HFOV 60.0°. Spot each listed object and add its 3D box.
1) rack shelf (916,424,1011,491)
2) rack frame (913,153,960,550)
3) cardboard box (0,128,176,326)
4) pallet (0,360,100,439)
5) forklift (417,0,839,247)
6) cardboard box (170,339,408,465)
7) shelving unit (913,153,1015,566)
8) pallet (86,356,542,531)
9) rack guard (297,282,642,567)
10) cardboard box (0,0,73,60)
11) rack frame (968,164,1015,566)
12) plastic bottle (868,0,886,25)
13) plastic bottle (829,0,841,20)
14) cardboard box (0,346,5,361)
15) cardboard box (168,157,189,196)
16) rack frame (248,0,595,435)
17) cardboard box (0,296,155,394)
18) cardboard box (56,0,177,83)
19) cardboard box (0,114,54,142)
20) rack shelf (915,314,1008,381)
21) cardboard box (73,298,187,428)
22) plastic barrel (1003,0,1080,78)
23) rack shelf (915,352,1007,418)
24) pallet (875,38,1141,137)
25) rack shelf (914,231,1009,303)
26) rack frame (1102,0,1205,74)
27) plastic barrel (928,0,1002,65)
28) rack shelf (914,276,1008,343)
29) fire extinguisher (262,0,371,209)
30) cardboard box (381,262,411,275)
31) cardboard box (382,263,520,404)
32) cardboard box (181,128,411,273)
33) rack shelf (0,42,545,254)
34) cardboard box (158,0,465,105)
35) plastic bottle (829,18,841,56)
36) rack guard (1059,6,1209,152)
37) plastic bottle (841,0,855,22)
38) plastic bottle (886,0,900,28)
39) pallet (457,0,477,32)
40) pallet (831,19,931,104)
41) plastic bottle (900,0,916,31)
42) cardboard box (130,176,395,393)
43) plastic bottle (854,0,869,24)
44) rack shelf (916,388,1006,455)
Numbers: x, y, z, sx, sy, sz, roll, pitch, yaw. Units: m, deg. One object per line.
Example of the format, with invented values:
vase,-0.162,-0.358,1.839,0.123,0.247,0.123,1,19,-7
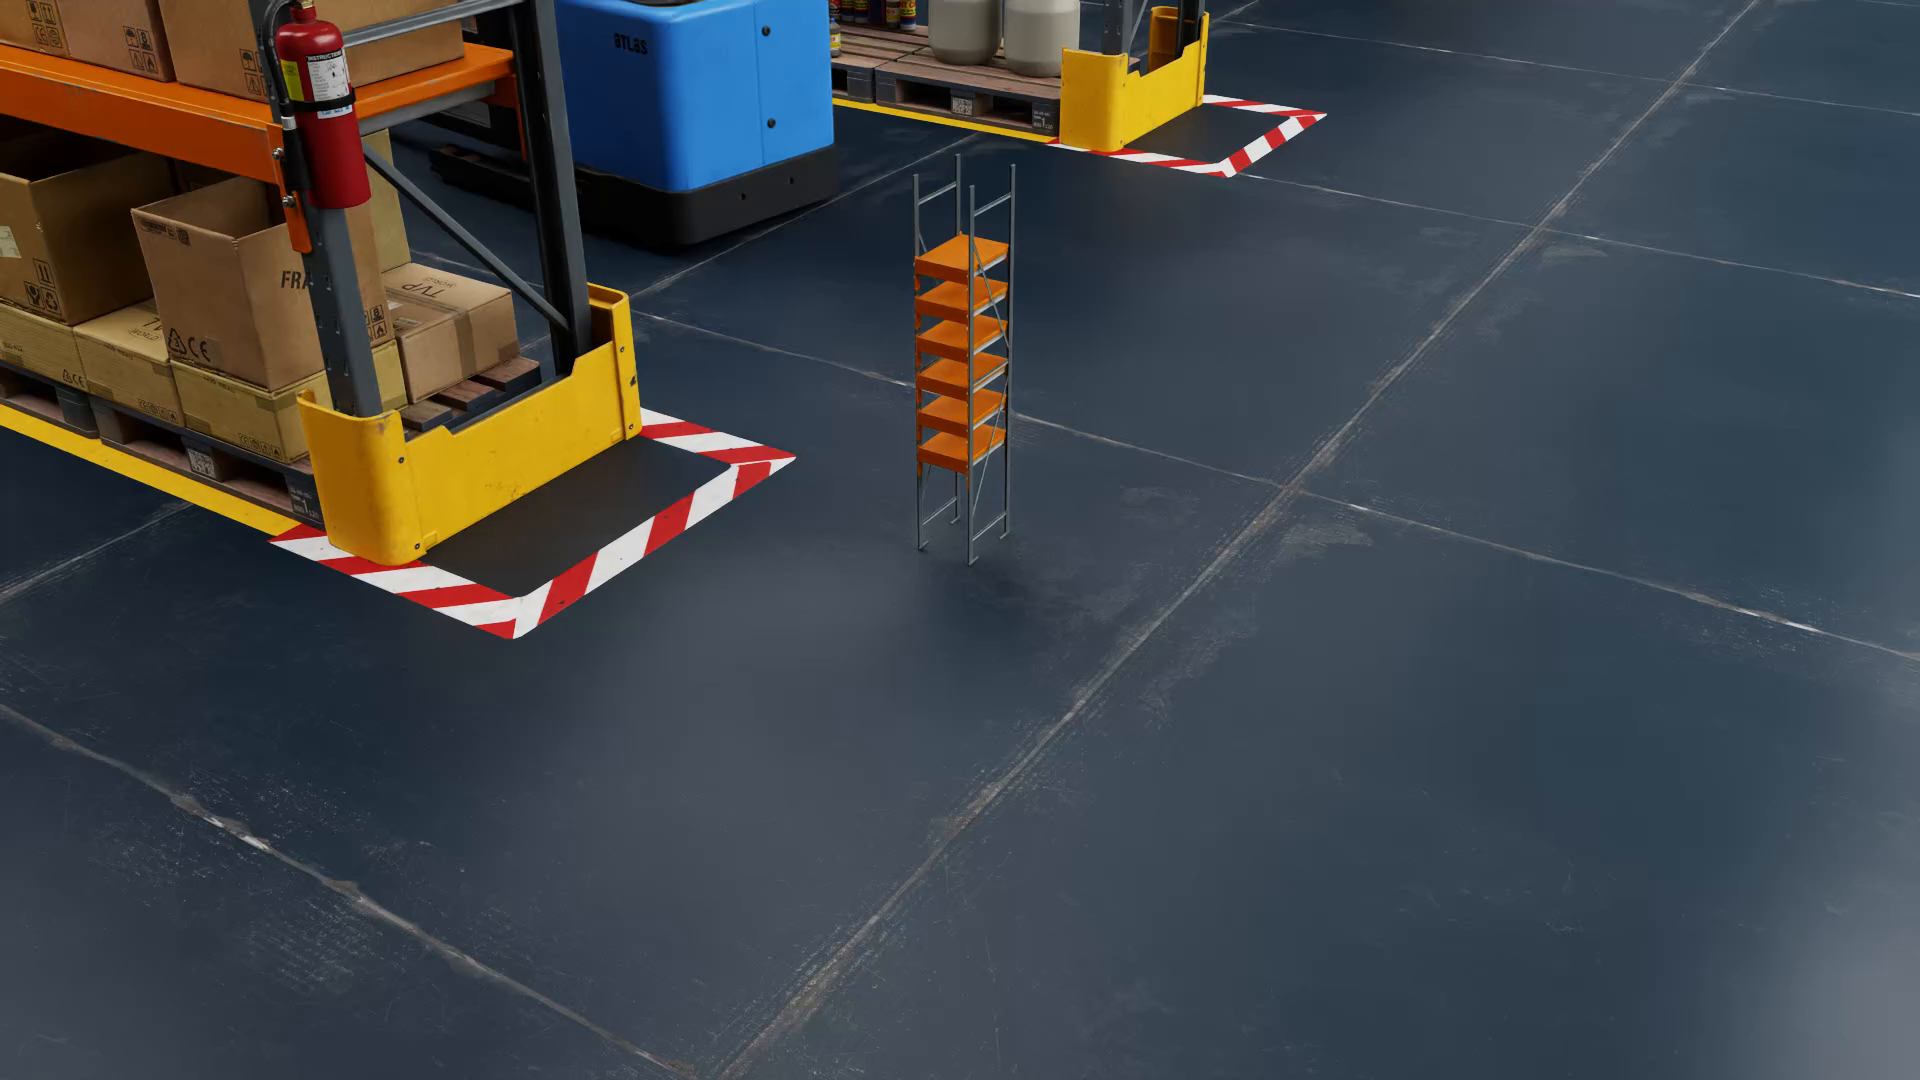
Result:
rack shelf,0.012,-0.269,5.084,0.180,0.103,0.258,18,35,27
rack frame,-0.065,-0.539,4.983,0.006,1.200,0.240,18,35,27
cardboard box,-3.052,-1.099,5.725,0.500,0.500,0.500,18,35,27
pallet,-3.284,-0.813,6.434,1.213,0.211,1.003,18,35,27
forklift,-2.022,-3.181,7.795,3.031,2.935,1.130,24,38,34
cardboard box,-2.196,-0.514,5.467,0.500,0.250,0.500,18,35,27
shelving unit,0.012,-0.514,4.941,0.189,1.200,0.258,18,35,27
pallet,-2.255,-0.486,5.873,1.213,0.211,1.003,18,35,27
rack guard,-1.565,-0.417,5.469,0.348,0.500,1.175,18,35,27
cardboard box,-2.838,-1.951,5.518,0.500,0.500,0.700,18,35,28
rack frame,0.090,-0.490,4.899,0.006,1.200,0.240,18,35,27
plastic bottle,-0.500,-3.320,10.223,0.133,0.283,0.061,18,35,28
plastic bottle,-0.777,-3.361,10.376,0.097,0.201,0.097,0,30,0
cardboard box,-3.473,-0.911,6.147,0.500,0.250,0.500,18,35,27
cardboard box,-2.776,-1.321,6.105,0.500,0.500,0.500,18,35,27
rack frame,-1.585,-1.503,4.850,0.127,3.000,1.000,18,35,27
cardboard box,-3.051,-0.776,5.916,0.500,0.250,0.500,18,35,27
cardboard box,-2.421,-1.816,5.286,0.500,0.500,0.700,19,35,29
cardboard box,-3.475,-1.234,5.956,0.500,0.500,0.500,18,35,27
rack shelf,0.012,-0.580,4.903,0.180,0.103,0.258,18,35,27
cardboard box,-2.626,-0.643,5.688,0.500,0.250,0.500,18,35,27
plastic barrel,0.454,-2.867,9.239,0.421,0.512,0.421,0,30,0
rack shelf,0.012,-0.476,4.963,0.180,0.103,0.258,18,35,27
pallet,0.277,-2.632,9.552,1.213,0.211,1.003,18,35,27
rack shelf,0.012,-0.787,4.782,0.180,0.103,0.258,18,35,27
rack frame,1.052,-3.616,8.472,0.127,3.000,1.000,18,35,27
plastic barrel,0.029,-3.001,9.470,0.421,0.512,0.421,0,30,0
rack shelf,0.012,-0.683,4.842,0.180,0.103,0.258,18,35,27
fire extinguisher,-1.732,-1.240,4.475,0.183,0.674,0.296,18,35,27
cardboard box,-2.346,-0.868,6.073,0.500,0.250,0.500,18,35,27
cardboard box,-1.921,-0.736,5.846,0.500,0.250,0.500,18,35,27
cardboard box,-2.345,-1.193,5.885,0.500,0.500,0.500,18,35,27
rack shelf,-3.279,-1.728,5.950,4.000,0.370,1.077,18,35,27
cardboard box,-1.974,-1.677,5.048,0.500,0.500,0.700,18,35,27
plastic bottle,-0.737,-2.903,9.589,0.097,0.201,0.097,0,30,0
rack guard,0.962,-2.537,9.102,0.348,0.500,1.175,18,35,27
plastic bottle,-0.693,-3.365,10.312,0.097,0.271,0.097,0,30,0
plastic bottle,-0.406,-3.244,10.174,0.097,0.201,0.097,0,30,0
pallet,-3.022,-3.677,11.344,1.213,0.211,1.003,18,35,27
pallet,-0.752,-2.959,10.113,1.213,0.211,1.003,18,35,27
plastic bottle,-0.318,-3.247,10.109,0.097,0.271,0.097,0,30,0
cardboard box,-2.197,-0.837,5.277,0.500,0.500,0.500,18,35,27
plastic bottle,-0.609,-3.338,10.267,0.097,0.271,0.097,0,30,0
rack shelf,0.012,-0.372,5.024,0.180,0.103,0.258,18,35,27
